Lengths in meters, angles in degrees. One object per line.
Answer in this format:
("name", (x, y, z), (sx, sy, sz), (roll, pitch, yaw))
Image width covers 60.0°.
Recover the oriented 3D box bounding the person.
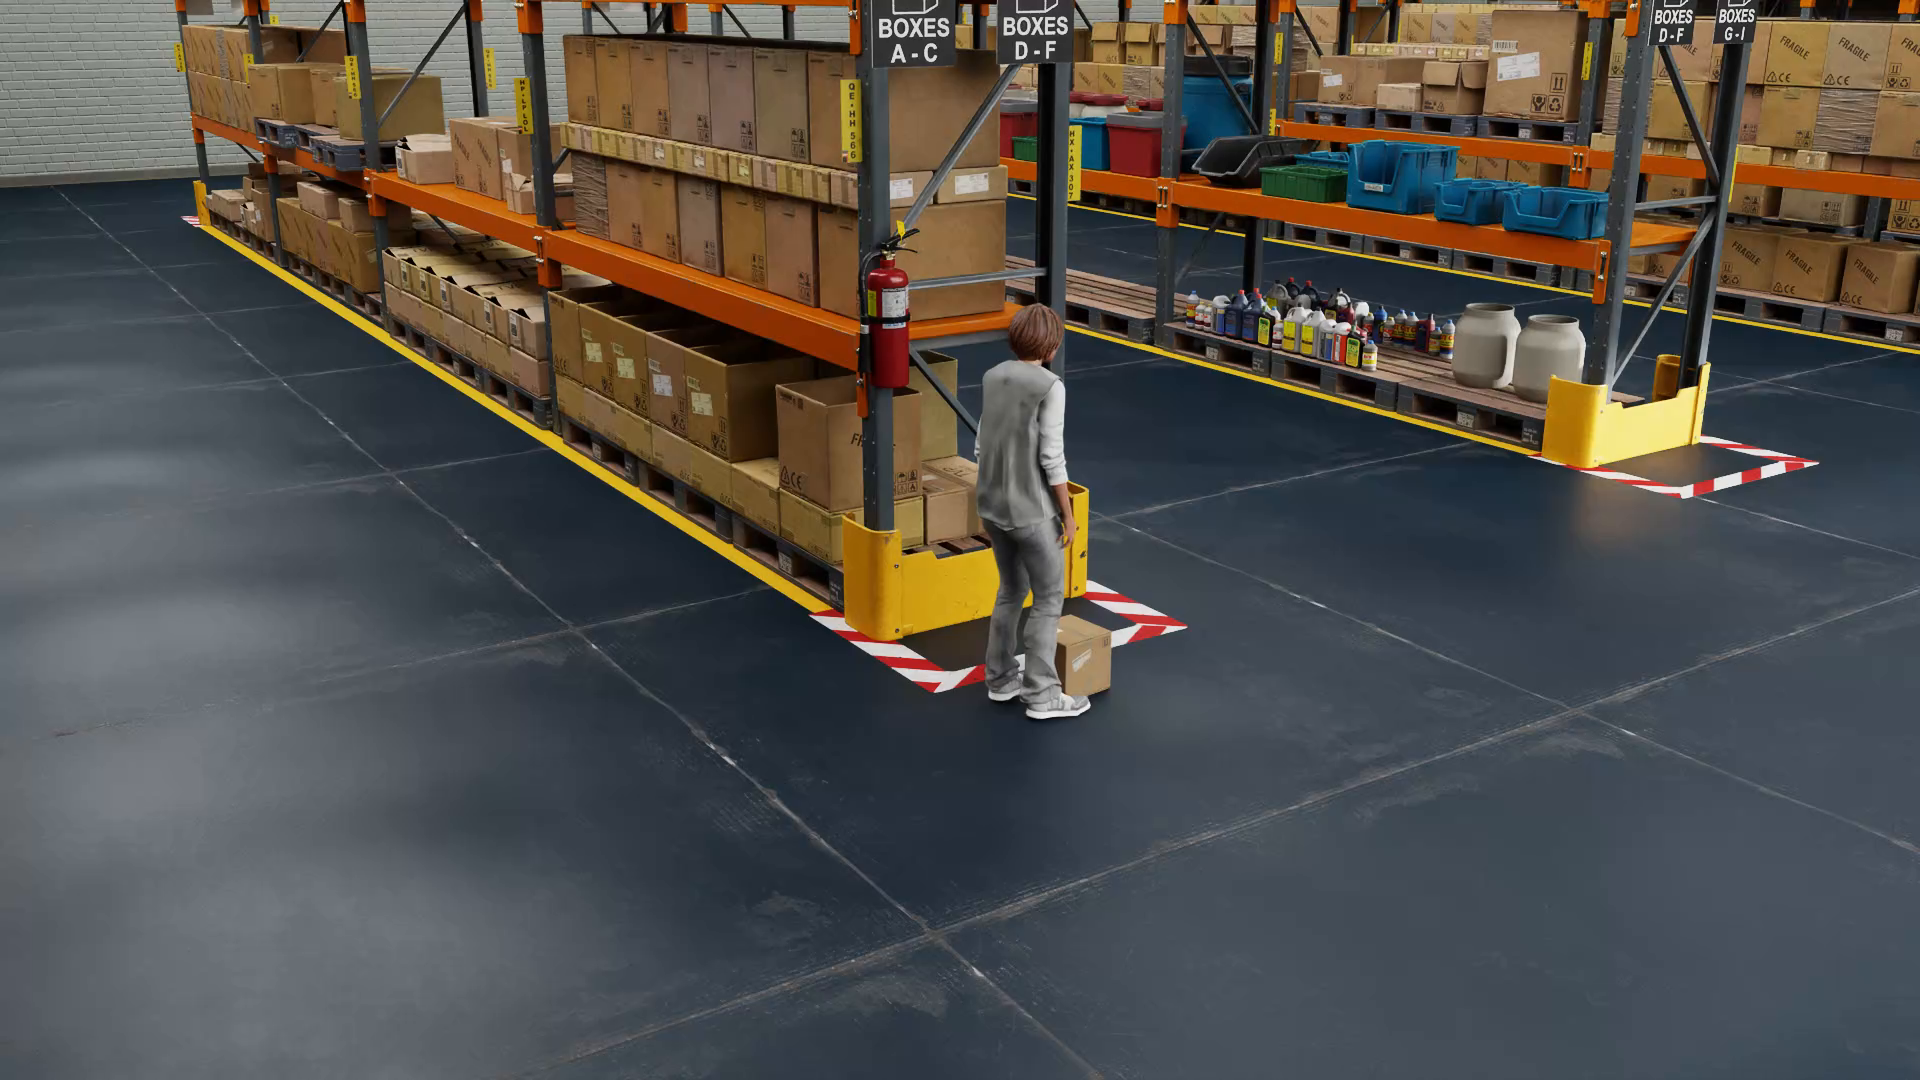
("person", (0.253, -0.106, 6.394), (0.344, 1.593, 0.486), (-15, 24, -38))
